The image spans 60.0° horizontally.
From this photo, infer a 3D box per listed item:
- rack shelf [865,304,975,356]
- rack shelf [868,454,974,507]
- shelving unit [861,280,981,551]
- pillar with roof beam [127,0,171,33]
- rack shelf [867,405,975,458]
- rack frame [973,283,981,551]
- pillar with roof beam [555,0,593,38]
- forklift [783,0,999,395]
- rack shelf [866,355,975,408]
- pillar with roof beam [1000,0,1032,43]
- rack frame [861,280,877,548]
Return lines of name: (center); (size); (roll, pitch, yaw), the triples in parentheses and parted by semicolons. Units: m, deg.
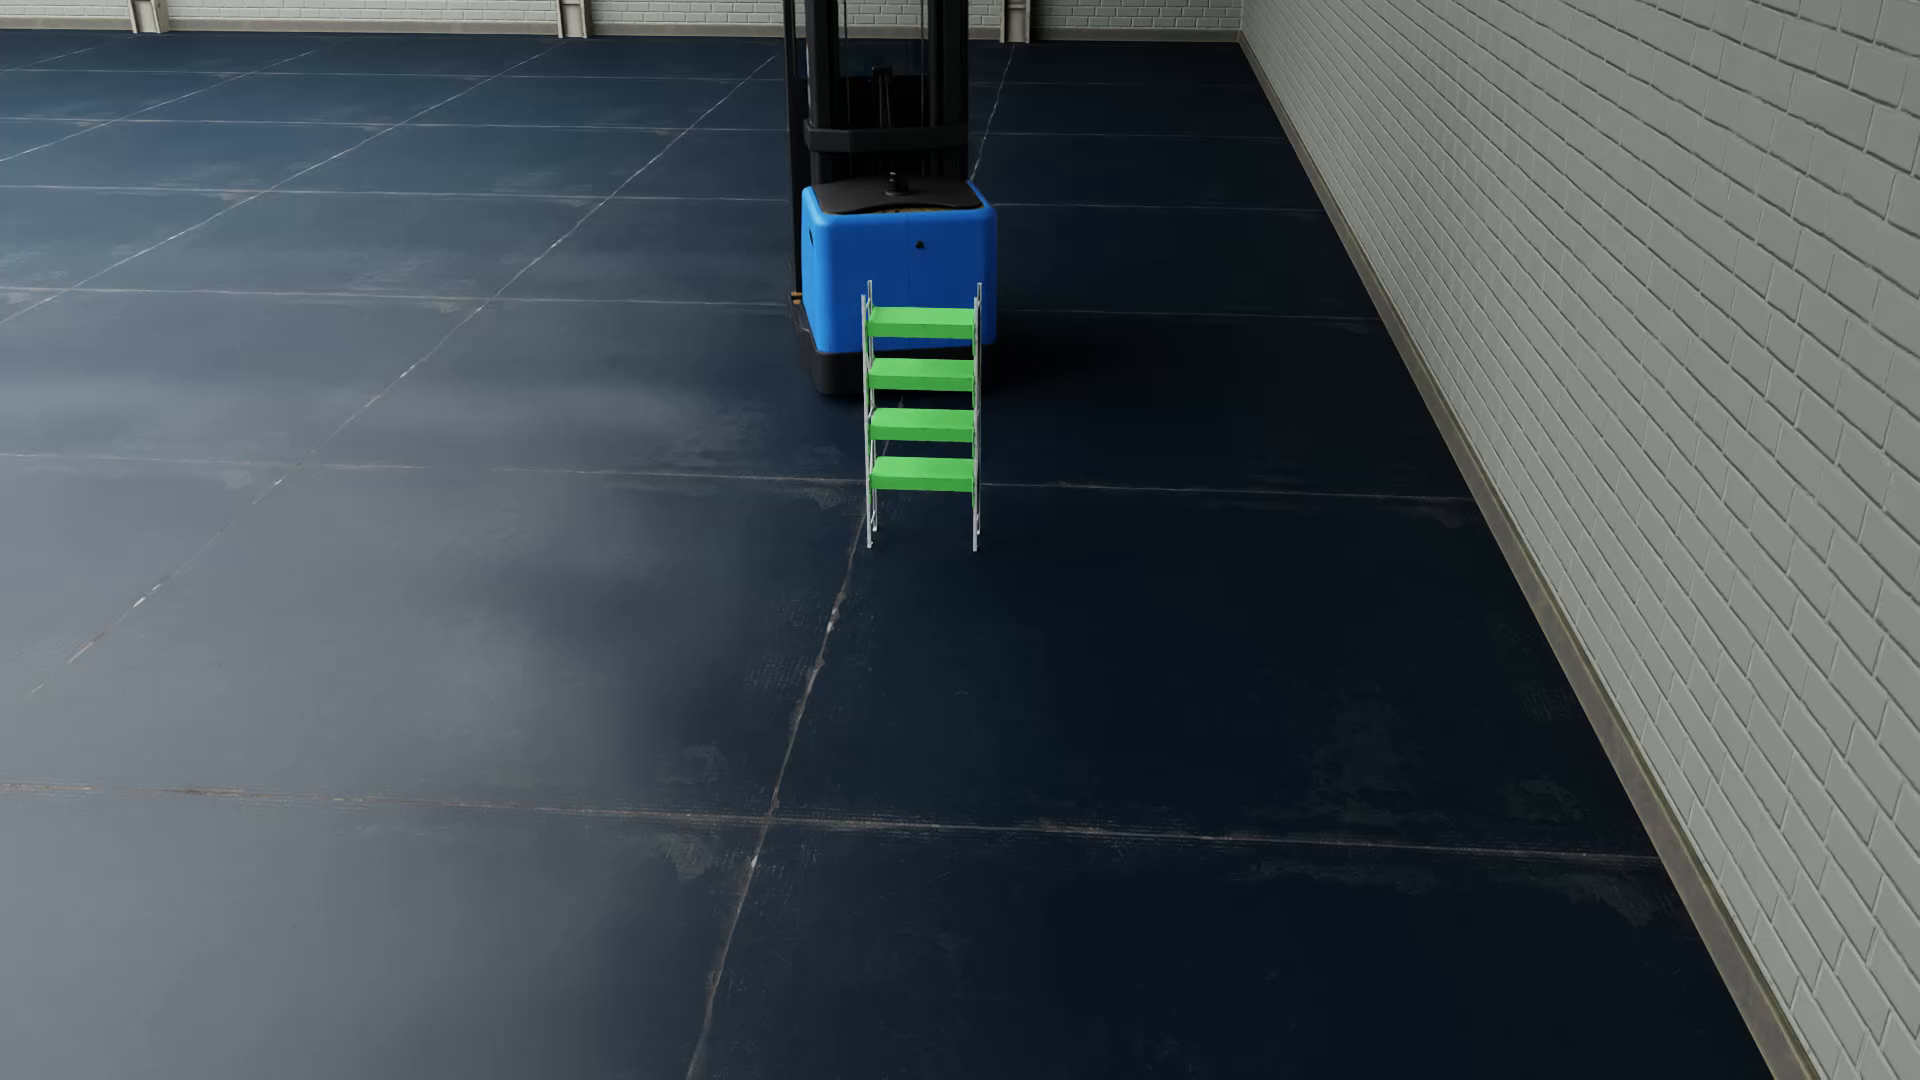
rack shelf: (-0.165, -0.928, 7.337); (0.480, 0.148, 0.258); (2, 25, 4)
rack shelf: (-0.165, -0.274, 7.638); (0.480, 0.148, 0.258); (2, 25, 4)
shelving unit: (-0.165, -0.550, 7.511); (0.503, 1.200, 0.258); (2, 25, 4)
pillar with roof beam: (-11.550, -9.360, 17.326); (0.400, 9.000, 9.100); (2, 25, 4)
rack shelf: (-0.165, -0.492, 7.537); (0.480, 0.148, 0.258); (2, 25, 4)
rack frame: (0.078, -0.543, 7.494); (0.015, 1.200, 0.240); (2, 25, 4)
pillar with roof beam: (-5.568, -9.168, 16.909); (0.400, 9.000, 9.100); (2, 25, 4)
forklift: (-0.535, -2.737, 10.193); (1.130, 2.935, 3.031); (-4, 25, -9)
rack shelf: (-0.165, -0.710, 7.437); (0.480, 0.148, 0.258); (2, 25, 4)
pillar with roof beam: (0.415, -8.976, 16.492); (0.400, 9.000, 9.100); (2, 25, 4)
rack frame: (-0.408, -0.558, 7.528); (0.015, 1.200, 0.240); (2, 25, 4)
